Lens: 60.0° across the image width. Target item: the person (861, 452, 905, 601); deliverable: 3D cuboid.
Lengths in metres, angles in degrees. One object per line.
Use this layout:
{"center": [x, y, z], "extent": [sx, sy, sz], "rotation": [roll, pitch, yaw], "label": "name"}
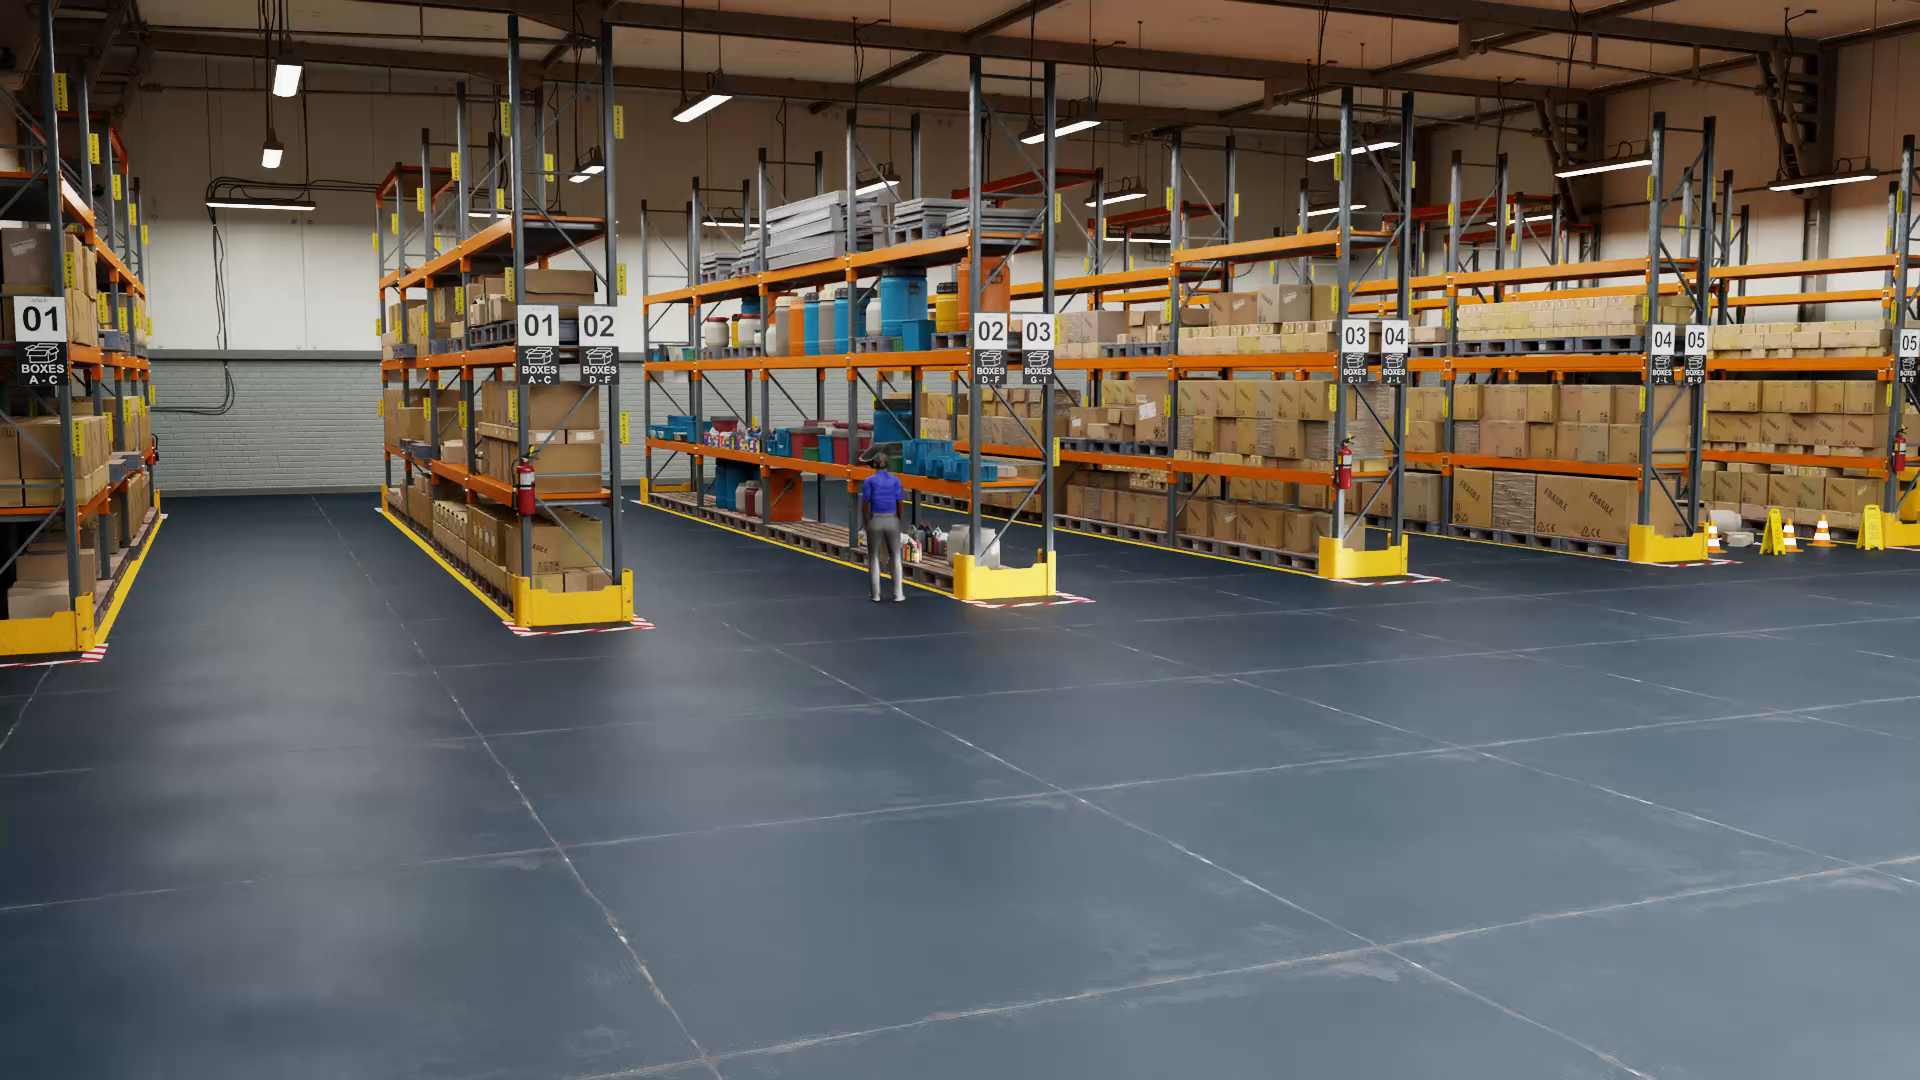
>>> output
{"center": [-0.852, -0.146, 18.519], "extent": [0.494, 1.659, 0.398], "rotation": [-1, 6, -6], "label": "person"}
